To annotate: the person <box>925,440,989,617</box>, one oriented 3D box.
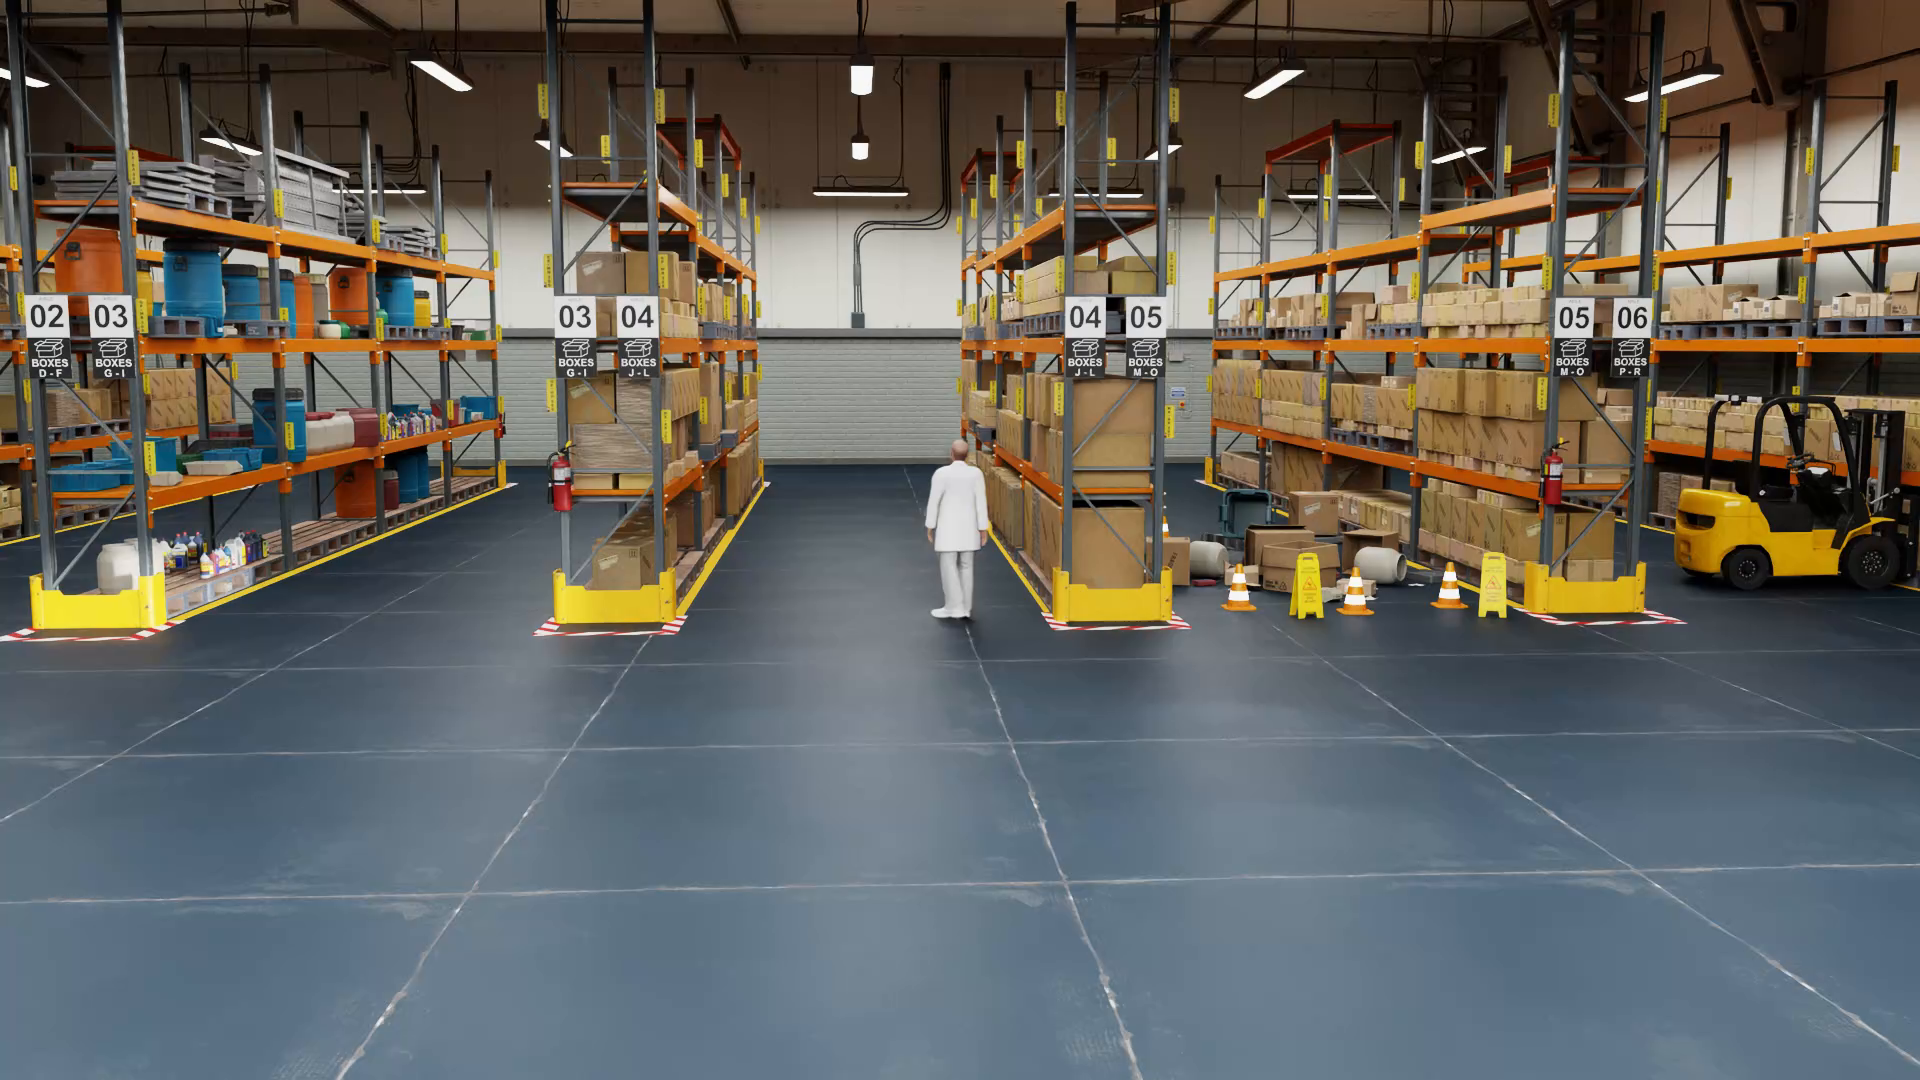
[{"bbox_3d":[-0.030,-0.115,16.637,0.630,1.776,0.450,-2,7,-13],"label":"person"}]
